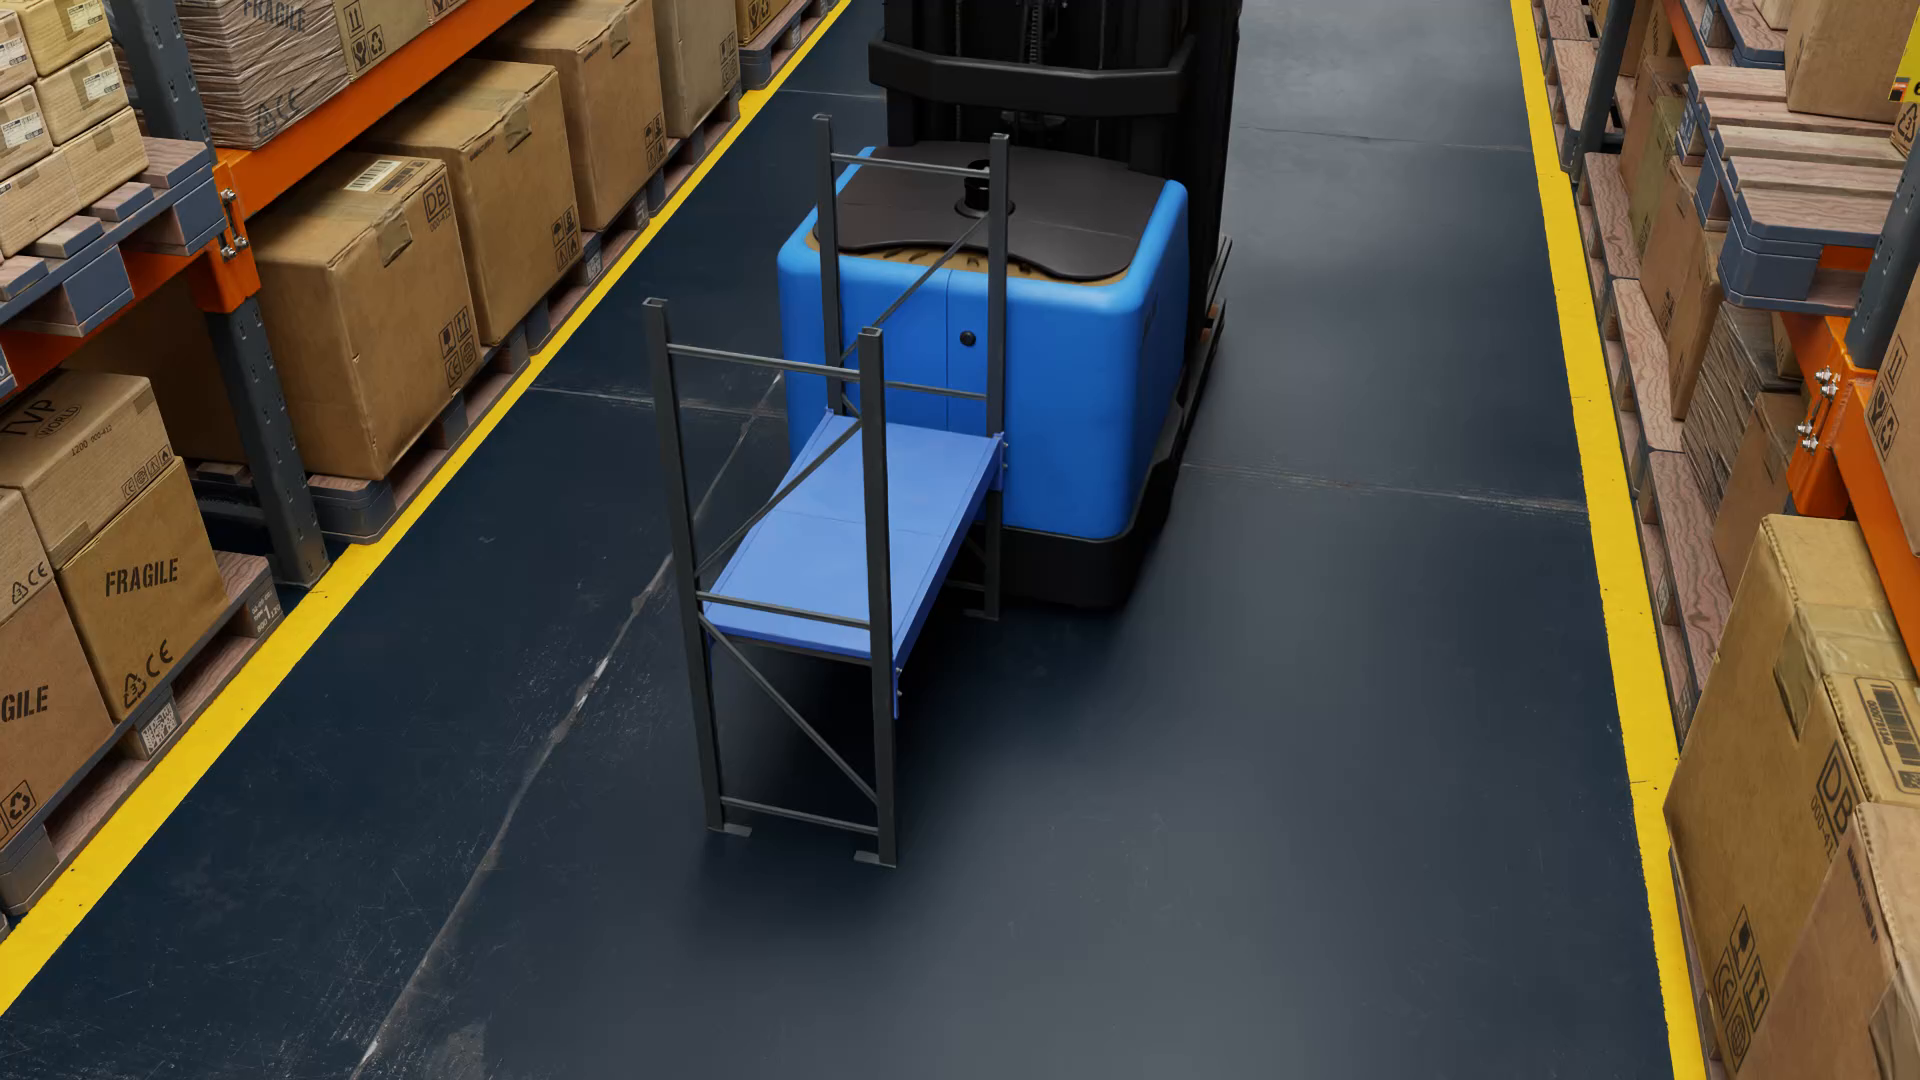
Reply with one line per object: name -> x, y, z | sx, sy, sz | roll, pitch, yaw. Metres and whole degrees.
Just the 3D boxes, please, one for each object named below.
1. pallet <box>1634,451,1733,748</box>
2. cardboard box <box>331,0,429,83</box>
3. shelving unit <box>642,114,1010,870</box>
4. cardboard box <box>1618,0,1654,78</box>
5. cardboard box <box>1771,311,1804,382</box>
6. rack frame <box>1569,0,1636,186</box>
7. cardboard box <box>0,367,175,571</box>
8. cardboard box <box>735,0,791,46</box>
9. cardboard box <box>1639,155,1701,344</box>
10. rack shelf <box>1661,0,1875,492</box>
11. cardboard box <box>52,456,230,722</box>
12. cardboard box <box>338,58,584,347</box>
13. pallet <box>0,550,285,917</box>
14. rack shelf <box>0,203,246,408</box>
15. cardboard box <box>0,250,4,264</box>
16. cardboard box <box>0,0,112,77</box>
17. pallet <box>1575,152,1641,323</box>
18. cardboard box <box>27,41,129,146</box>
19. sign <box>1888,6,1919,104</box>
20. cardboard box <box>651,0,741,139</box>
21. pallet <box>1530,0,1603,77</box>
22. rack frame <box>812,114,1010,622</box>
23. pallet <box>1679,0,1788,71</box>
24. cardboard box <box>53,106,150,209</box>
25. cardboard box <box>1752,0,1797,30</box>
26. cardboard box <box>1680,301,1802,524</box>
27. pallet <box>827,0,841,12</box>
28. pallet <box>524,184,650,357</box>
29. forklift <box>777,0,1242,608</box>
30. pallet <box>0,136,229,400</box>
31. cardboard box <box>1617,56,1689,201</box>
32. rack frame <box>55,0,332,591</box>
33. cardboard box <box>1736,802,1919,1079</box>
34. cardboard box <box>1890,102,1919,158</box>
pallet -> 2.551, 0.202, 4.791 | 1.003, 0.211, 1.213 | 7, 37, 10
cardboard box -> -1.976, -1.715, 4.974 | 0.500, 0.500, 0.500 | 7, 37, 10
shelving unit -> -0.260, -0.125, 4.145 | 0.538, 1.500, 1.048 | 9, 37, 13
cardboard box -> 3.476, -2.484, 7.893 | 0.500, 0.500, 0.500 | 19, 40, 24
cardboard box -> 2.600, -0.642, 4.696 | 0.500, 0.250, 0.500 | 11, 37, 15
rack frame -> 3.237, -2.772, 6.519 | 1.000, 3.000, 0.127 | 7, 37, 10
cardboard box -> -2.331, -0.195, 4.097 | 0.500, 0.250, 0.500 | 6, 36, 9
cardboard box -> -1.384, -3.113, 8.442 | 0.875, 0.875, 0.875 | 8, 37, 11
cardboard box -> 2.846, -0.997, 5.825 | 0.700, 0.500, 0.500 | 4, 36, 6
rack shelf -> 2.810, -1.334, 5.148 | 1.077, 0.370, 4.000 | 7, 37, 10
cardboard box -> -2.326, 0.094, 4.337 | 0.500, 0.500, 0.500 | 7, 37, 10
cardboard box -> -2.040, -1.257, 5.988 | 1.050, 0.750, 0.750 | 8, 37, 11
pallet -> -2.610, 0.418, 4.493 | 1.003, 0.211, 1.213 | 7, 37, 10
rack shelf -> -2.868, 0.279, 2.922 | 1.077, 0.370, 4.000 | 7, 37, 10
cardboard box -> -2.207, -0.597, 3.374 | 0.380, 0.149, 0.250 | 8, 37, 11
cardboard box -> -2.098, -1.129, 3.601 | 0.380, 0.149, 0.250 | 6, 36, 8
pallet -> 3.072, -1.197, 6.721 | 1.003, 0.211, 1.213 | 7, 37, 10
cardboard box -> -2.102, -1.007, 3.686 | 0.380, 0.149, 0.250 | 8, 37, 11
sign -> 1.851, -0.978, 3.125 | 0.100, 0.325, 0.005 | 7, 37, 10
cardboard box -> -1.632, -2.344, 7.487 | 1.050, 0.750, 0.750 | 7, 37, 10
pallet -> 3.604, -2.734, 8.843 | 1.003, 0.211, 1.213 | 7, 37, 10
rack frame -> -0.123, -0.412, 4.541 | 0.500, 1.500, 0.032 | 9, 37, 13
pallet -> 2.765, -1.541, 4.984 | 1.003, 0.211, 1.213 | 7, 37, 10
cardboard box -> -2.098, -0.887, 3.773 | 0.380, 0.149, 0.250 | 8, 37, 11
cardboard box -> 2.475, -1.584, 4.637 | 0.396, 0.266, 0.258 | 6, 36, 9
cardboard box -> 2.612, -0.351, 4.934 | 0.700, 0.500, 0.500 | 4, 36, 6
pallet -> -1.090, -3.450, 9.831 | 1.003, 0.211, 1.213 | 7, 37, 10
pallet -> -1.936, -1.169, 6.684 | 1.003, 0.211, 1.213 | 7, 37, 10
forklift -> 0.369, -1.853, 5.309 | 1.130, 2.935, 3.031 | 9, 37, 13
pallet -> -2.489, -0.659, 3.767 | 1.213, 0.211, 1.003 | 7, 37, 10
cardboard box -> 3.085, -1.589, 6.641 | 0.700, 0.500, 0.500 | 5, 36, 6
rack frame -> -2.441, -1.159, 4.293 | 1.000, 3.000, 0.127 | 7, 37, 10
cardboard box -> 2.017, 1.114, 2.609 | 1.225, 0.875, 0.875 | 7, 37, 10
cardboard box -> 2.459, -1.004, 3.636 | 0.500, 0.500, 0.500 | 3, 36, 4
